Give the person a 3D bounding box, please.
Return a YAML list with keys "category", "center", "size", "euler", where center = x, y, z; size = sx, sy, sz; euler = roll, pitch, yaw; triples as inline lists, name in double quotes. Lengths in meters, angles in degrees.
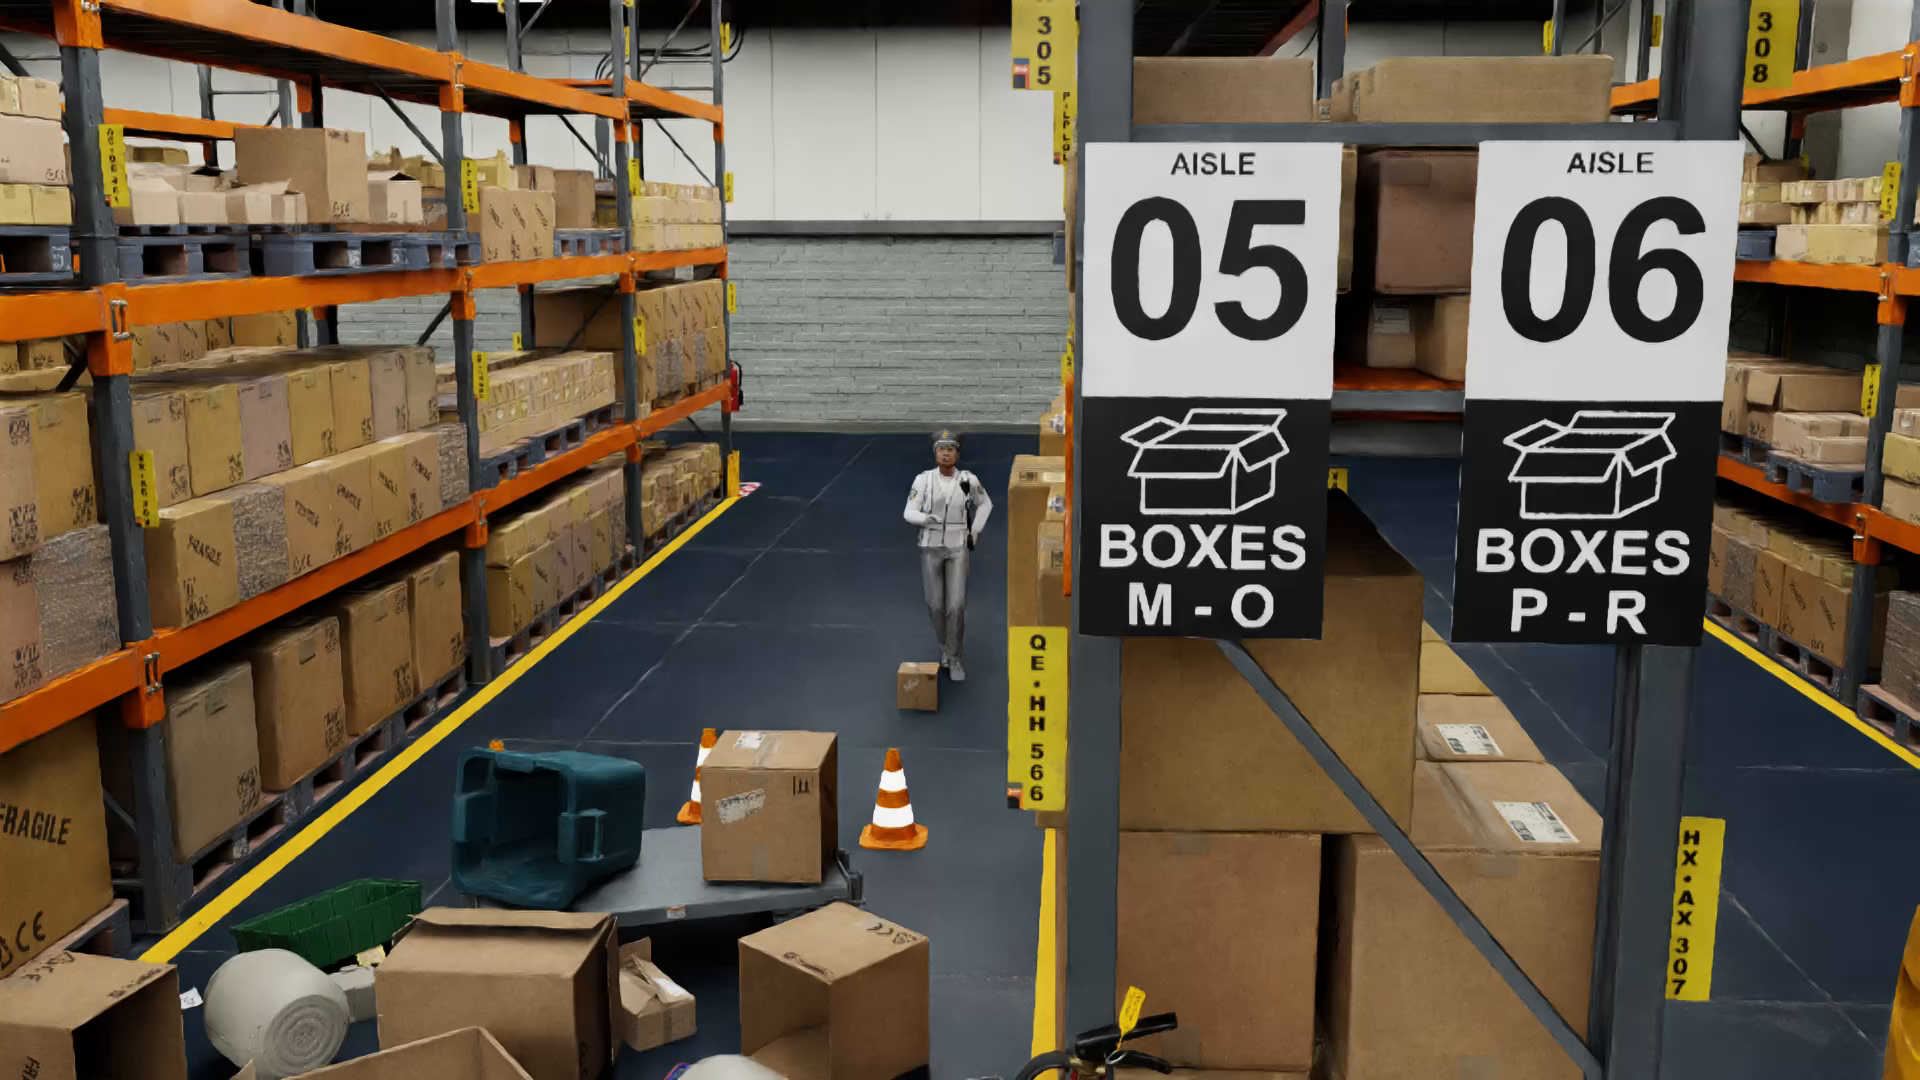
- category: "person"
  center: [-0.094, 0.098, 11.493]
  size: [0.593, 1.718, 0.608]
  euler: [1, 11, 6]
